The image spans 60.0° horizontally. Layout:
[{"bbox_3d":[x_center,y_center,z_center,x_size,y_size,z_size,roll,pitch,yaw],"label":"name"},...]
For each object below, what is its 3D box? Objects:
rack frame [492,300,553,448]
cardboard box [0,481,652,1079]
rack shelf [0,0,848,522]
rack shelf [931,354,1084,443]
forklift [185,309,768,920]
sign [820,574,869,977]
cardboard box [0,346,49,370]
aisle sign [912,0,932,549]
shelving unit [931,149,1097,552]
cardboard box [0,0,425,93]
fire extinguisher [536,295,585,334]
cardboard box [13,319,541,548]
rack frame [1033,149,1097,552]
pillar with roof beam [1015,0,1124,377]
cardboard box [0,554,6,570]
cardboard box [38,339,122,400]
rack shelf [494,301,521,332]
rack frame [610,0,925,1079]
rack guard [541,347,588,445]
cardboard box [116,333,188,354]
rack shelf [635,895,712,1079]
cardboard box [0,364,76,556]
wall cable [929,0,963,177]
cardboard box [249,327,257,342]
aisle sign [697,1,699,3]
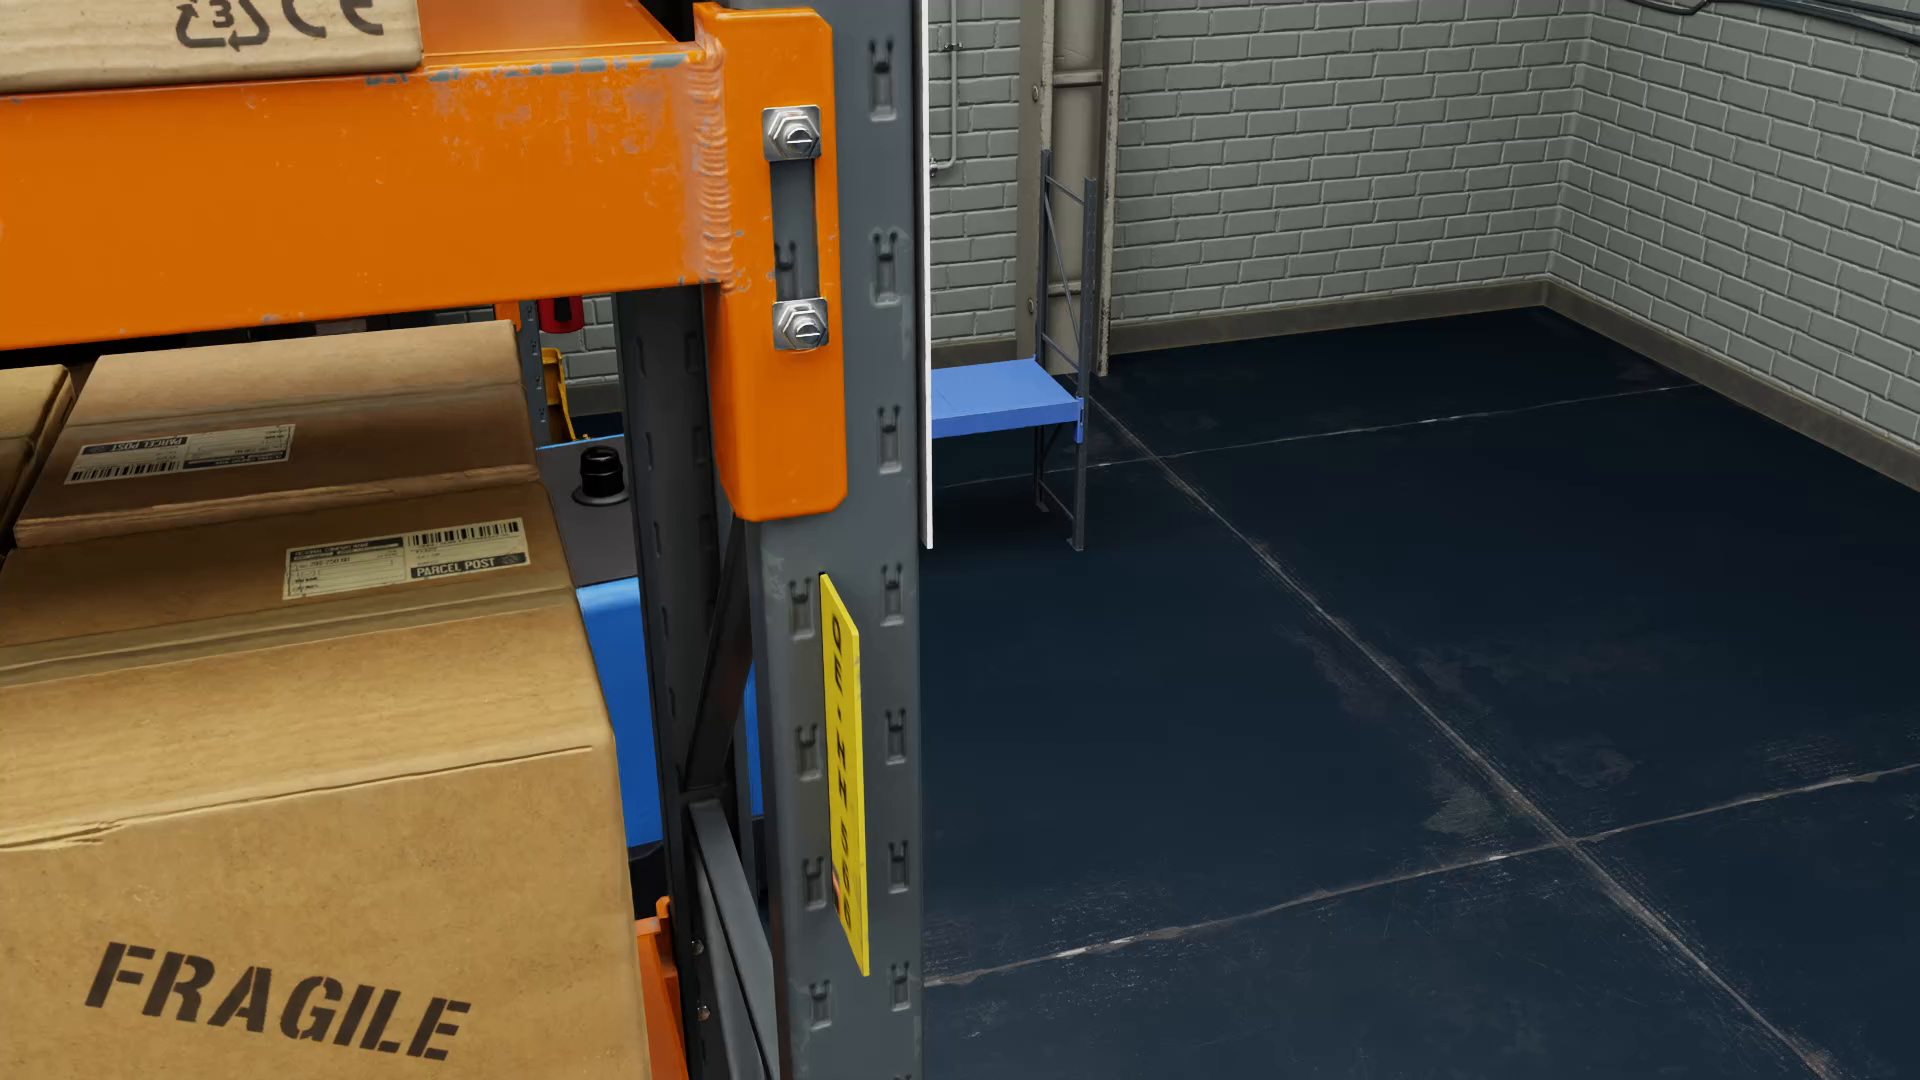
[{"bbox_3d":[-1.782,-1.479,6.355,0.127,3.000,1.000,-8,28,-16],"label":"rack frame"},{"bbox_3d":[-0.583,0.300,1.535,0.500,0.500,0.500,-8,28,-17],"label":"cardboard box"},{"bbox_3d":[-2.146,-0.131,1.076,4.000,0.370,1.077,-8,28,-16],"label":"rack shelf"},{"bbox_3d":[-0.081,-0.499,6.473,1.000,0.185,0.538,-8,28,-16],"label":"rack shelf"},{"bbox_3d":[-1.988,-0.247,3.952,3.031,2.935,1.130,-11,29,-21],"label":"forklift"},{"bbox_3d":[-0.092,0.192,1.332,0.005,0.325,0.100,-8,28,-16],"label":"sign"},{"bbox_3d":[-3.565,-0.626,6.246,0.250,0.149,0.380,-8,27,-16],"label":"cardboard box"},{"bbox_3d":[-0.085,-0.429,1.317,0.004,0.787,0.394,-8,28,-16],"label":"aisle sign"},{"bbox_3d":[-0.081,-0.660,6.393,1.048,1.500,0.538,-8,28,-16],"label":"shelving unit"},{"bbox_3d":[-0.652,-0.479,1.137,0.500,0.250,0.500,-8,28,-16],"label":"cardboard box"},{"bbox_3d":[-1.496,-1.103,6.104,0.183,0.674,0.296,-8,28,-16],"label":"fire extinguisher"},{"bbox_3d":[-0.748,0.072,1.994,0.500,0.500,0.500,-7,27,-15],"label":"cardboard box"},{"bbox_3d":[0.402,-0.730,6.534,0.032,1.500,0.500,-8,28,-16],"label":"rack frame"},{"bbox_3d":[1.850,-3.083,2.840,0.400,9.000,9.100,-8,28,-16],"label":"pillar with roof beam"},{"bbox_3d":[-1.063,0.370,1.394,0.500,0.500,0.500,-7,27,-15],"label":"cardboard box"},{"bbox_3d":[-3.321,-0.661,6.318,0.250,0.149,0.380,-8,27,-15],"label":"cardboard box"},{"bbox_3d":[-3.684,-0.881,5.961,4.000,0.370,1.077,-8,28,-16],"label":"rack shelf"},{"bbox_3d":[-0.246,0.614,2.140,0.053,2.616,0.949,-8,28,-16],"label":"rack frame"},{"bbox_3d":[-1.759,-0.362,6.918,0.348,0.500,1.175,-8,28,-16],"label":"rack guard"},{"bbox_3d":[-3.080,-0.696,6.389,0.250,0.149,0.380,-8,28,-16],"label":"cardboard box"},{"bbox_3d":[-2.146,1.213,1.743,4.000,0.370,1.077,-8,28,-16],"label":"rack shelf"},{"bbox_3d":[-1.243,0.147,1.843,0.500,0.500,0.500,-8,27,-16],"label":"cardboard box"},{"bbox_3d":[-0.858,-2.510,7.290,1.851,1.984,0.084,-8,28,-16],"label":"wall cable"},{"bbox_3d":[-2.841,-0.731,6.458,0.250,0.149,0.380,-8,28,-16],"label":"cardboard box"},{"bbox_3d":[-0.271,-0.683,1.828,0.004,0.787,0.394,-8,28,-16],"label":"aisle sign"}]
